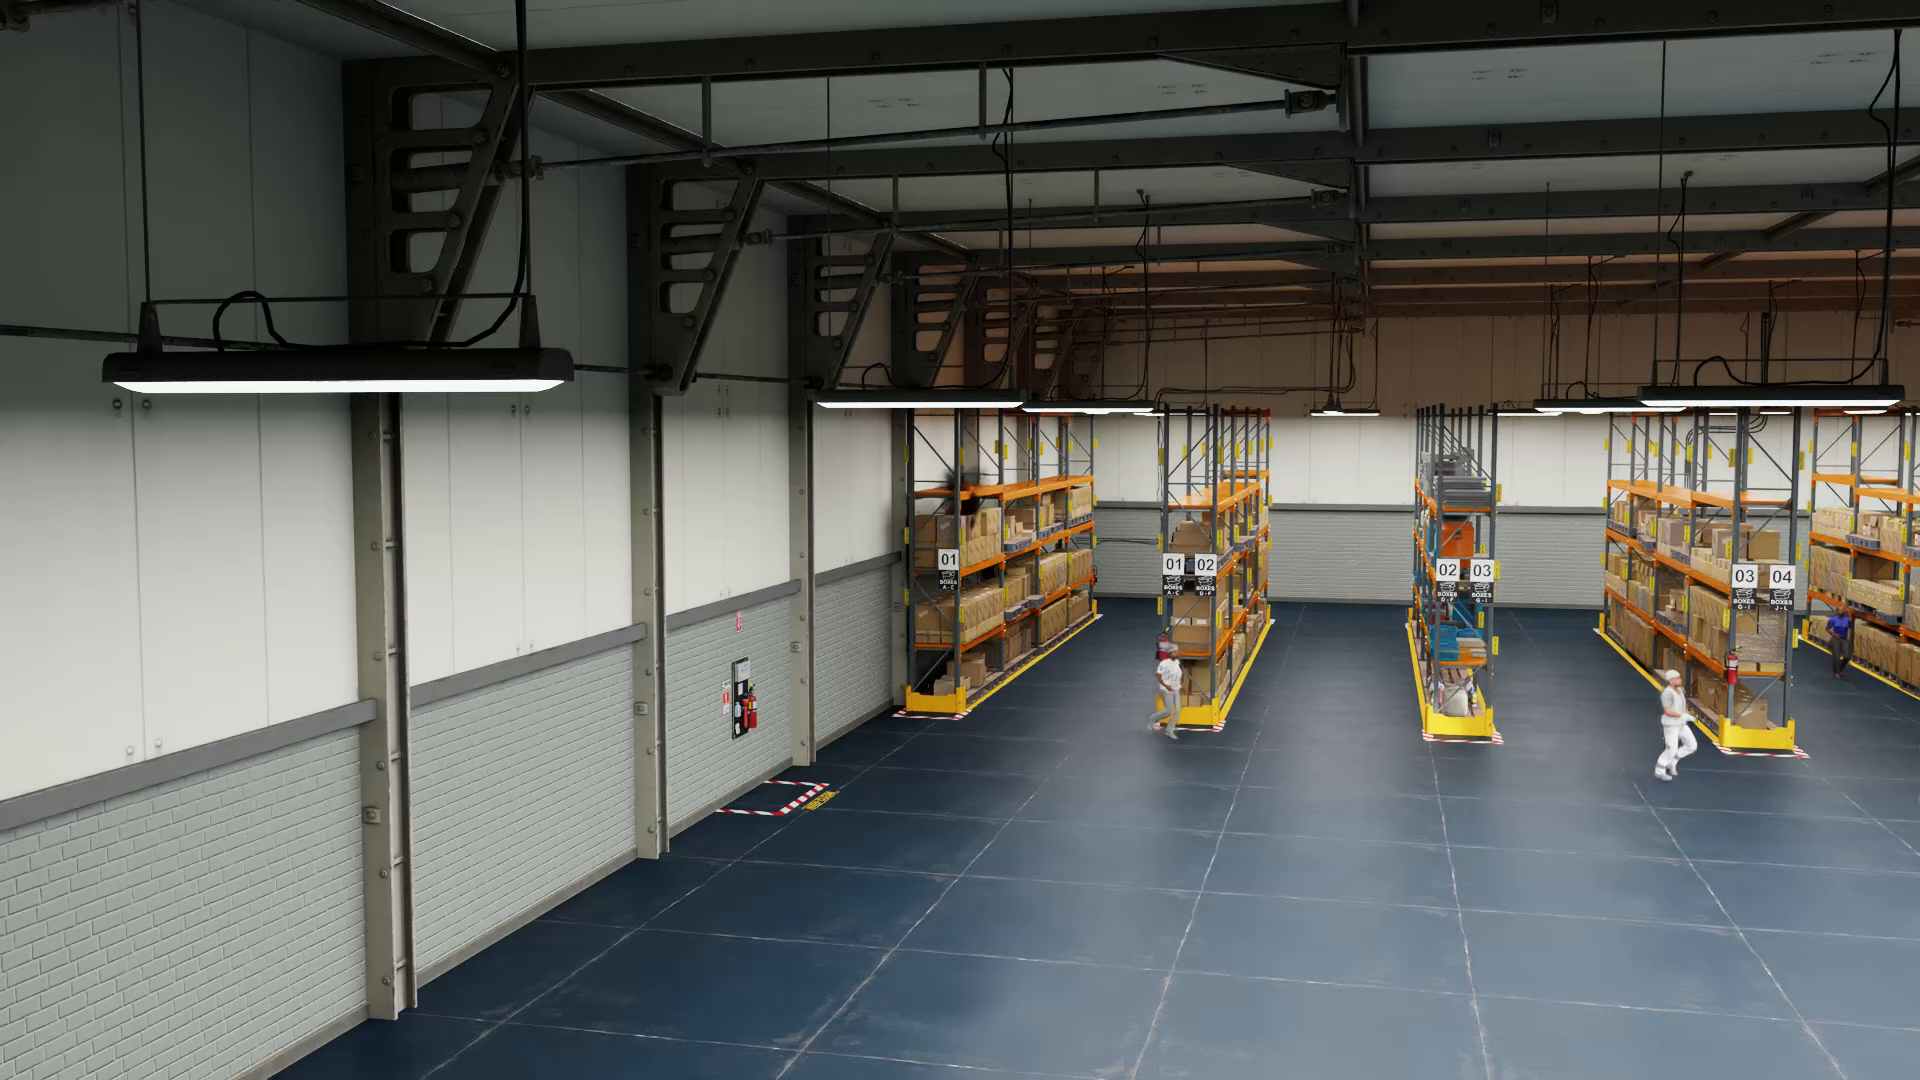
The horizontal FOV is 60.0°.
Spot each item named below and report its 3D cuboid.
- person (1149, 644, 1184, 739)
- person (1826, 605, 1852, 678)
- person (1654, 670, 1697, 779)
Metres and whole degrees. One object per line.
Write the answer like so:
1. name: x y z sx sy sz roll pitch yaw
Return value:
1. person: 3.791 2.719 30.088 0.593 1.686 0.631 -3 5 -40
2. person: 19.333 2.251 36.546 0.550 1.604 0.564 1 4 13
3. person: 11.331 2.926 26.255 0.644 1.751 0.647 -3 5 -40
